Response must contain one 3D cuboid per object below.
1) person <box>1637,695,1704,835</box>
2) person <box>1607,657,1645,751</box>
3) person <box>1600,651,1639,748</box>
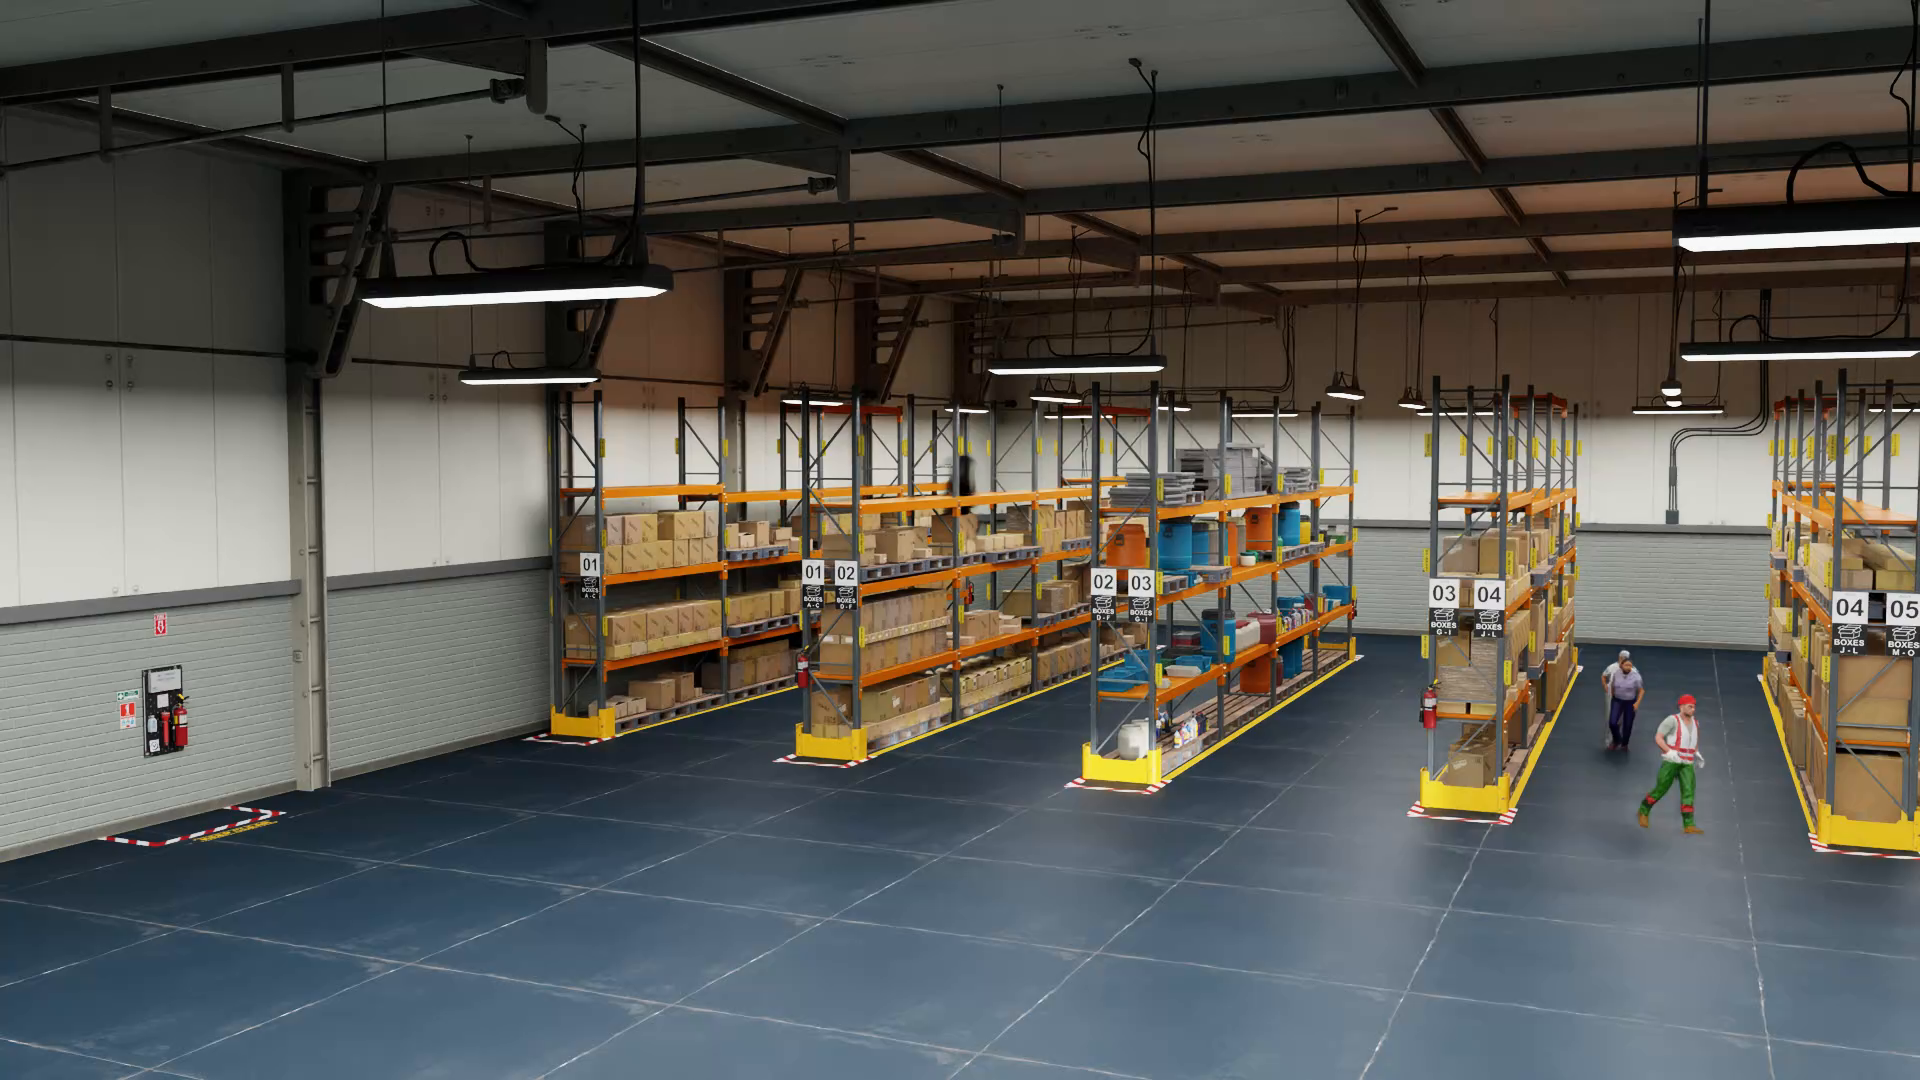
[{"bbox_3d":[9.346,2.880,21.539,0.694,1.764,0.981,-1,3,-19],"label":"person"},{"bbox_3d":[10.911,2.697,27.218,0.560,1.588,0.763,2,4,28],"label":"person"},{"bbox_3d":[11.116,2.664,27.982,0.647,1.634,0.692,1,3,22],"label":"person"}]
